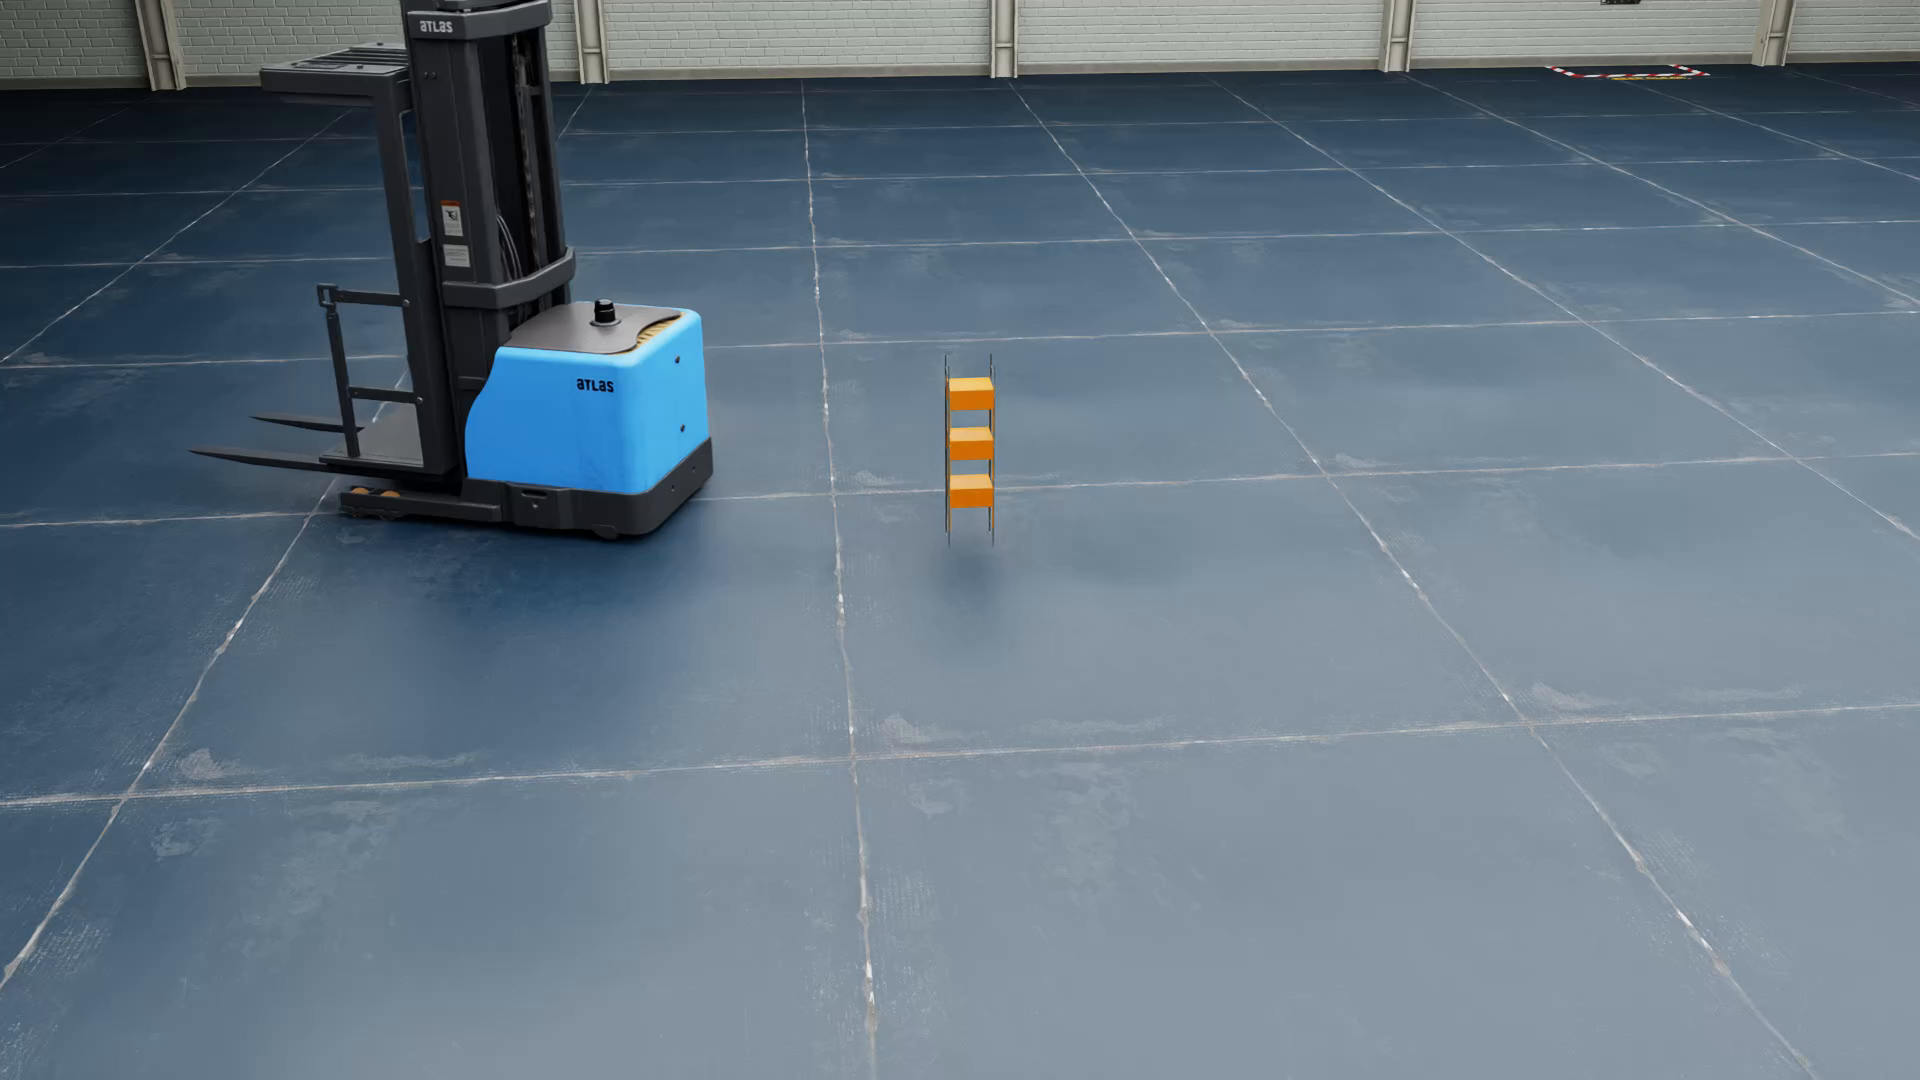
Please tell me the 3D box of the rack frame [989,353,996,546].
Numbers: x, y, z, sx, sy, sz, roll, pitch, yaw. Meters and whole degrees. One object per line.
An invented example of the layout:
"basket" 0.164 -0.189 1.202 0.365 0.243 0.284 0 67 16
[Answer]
"rack frame" 0.175 -0.487 9.053 0.008 1.050 0.200 -2 24 -5

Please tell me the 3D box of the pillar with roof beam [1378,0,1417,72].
"pillar with roof beam" 7.038 -9.544 19.642 0.400 9.000 9.100 -2 24 -5

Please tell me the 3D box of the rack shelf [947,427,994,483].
"rack shelf" 0.053 -0.472 9.046 0.240 0.259 0.215 -2 24 -5

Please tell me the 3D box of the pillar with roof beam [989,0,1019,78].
"pillar with roof beam" 1.067 -9.304 19.103 0.400 9.000 9.100 -2 24 -5

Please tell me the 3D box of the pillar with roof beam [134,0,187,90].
"pillar with roof beam" -10.875 -8.825 18.026 0.400 9.000 9.100 -2 24 -5

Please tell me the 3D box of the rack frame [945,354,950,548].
"rack frame" -0.068 -0.477 9.031 0.008 1.050 0.200 -2 24 -5

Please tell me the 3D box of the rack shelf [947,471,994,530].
"rack shelf" 0.053 -0.218 9.159 0.240 0.259 0.215 -2 24 -5

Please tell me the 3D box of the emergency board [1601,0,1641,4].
"emergency board" 10.112 -8.706 25.143 0.626 1.169 0.157 -2 24 -5

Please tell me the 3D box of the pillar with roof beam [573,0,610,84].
"pillar with roof beam" -4.904 -9.065 18.565 0.400 9.000 9.100 -2 24 -5

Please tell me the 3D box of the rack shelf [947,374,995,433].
"rack shelf" 0.053 -0.732 8.931 0.240 0.259 0.215 -2 24 -5

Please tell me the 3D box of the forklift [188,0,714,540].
"forklift" -3.053 -1.650 9.354 3.031 2.935 1.130 6 25 13

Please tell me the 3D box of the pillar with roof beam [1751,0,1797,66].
"pillar with roof beam" 13.009 -9.783 20.181 0.400 9.000 9.100 -2 24 -5

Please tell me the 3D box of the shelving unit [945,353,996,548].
"shelving unit" 0.053 -0.482 9.042 0.252 1.050 0.215 -2 24 -5
